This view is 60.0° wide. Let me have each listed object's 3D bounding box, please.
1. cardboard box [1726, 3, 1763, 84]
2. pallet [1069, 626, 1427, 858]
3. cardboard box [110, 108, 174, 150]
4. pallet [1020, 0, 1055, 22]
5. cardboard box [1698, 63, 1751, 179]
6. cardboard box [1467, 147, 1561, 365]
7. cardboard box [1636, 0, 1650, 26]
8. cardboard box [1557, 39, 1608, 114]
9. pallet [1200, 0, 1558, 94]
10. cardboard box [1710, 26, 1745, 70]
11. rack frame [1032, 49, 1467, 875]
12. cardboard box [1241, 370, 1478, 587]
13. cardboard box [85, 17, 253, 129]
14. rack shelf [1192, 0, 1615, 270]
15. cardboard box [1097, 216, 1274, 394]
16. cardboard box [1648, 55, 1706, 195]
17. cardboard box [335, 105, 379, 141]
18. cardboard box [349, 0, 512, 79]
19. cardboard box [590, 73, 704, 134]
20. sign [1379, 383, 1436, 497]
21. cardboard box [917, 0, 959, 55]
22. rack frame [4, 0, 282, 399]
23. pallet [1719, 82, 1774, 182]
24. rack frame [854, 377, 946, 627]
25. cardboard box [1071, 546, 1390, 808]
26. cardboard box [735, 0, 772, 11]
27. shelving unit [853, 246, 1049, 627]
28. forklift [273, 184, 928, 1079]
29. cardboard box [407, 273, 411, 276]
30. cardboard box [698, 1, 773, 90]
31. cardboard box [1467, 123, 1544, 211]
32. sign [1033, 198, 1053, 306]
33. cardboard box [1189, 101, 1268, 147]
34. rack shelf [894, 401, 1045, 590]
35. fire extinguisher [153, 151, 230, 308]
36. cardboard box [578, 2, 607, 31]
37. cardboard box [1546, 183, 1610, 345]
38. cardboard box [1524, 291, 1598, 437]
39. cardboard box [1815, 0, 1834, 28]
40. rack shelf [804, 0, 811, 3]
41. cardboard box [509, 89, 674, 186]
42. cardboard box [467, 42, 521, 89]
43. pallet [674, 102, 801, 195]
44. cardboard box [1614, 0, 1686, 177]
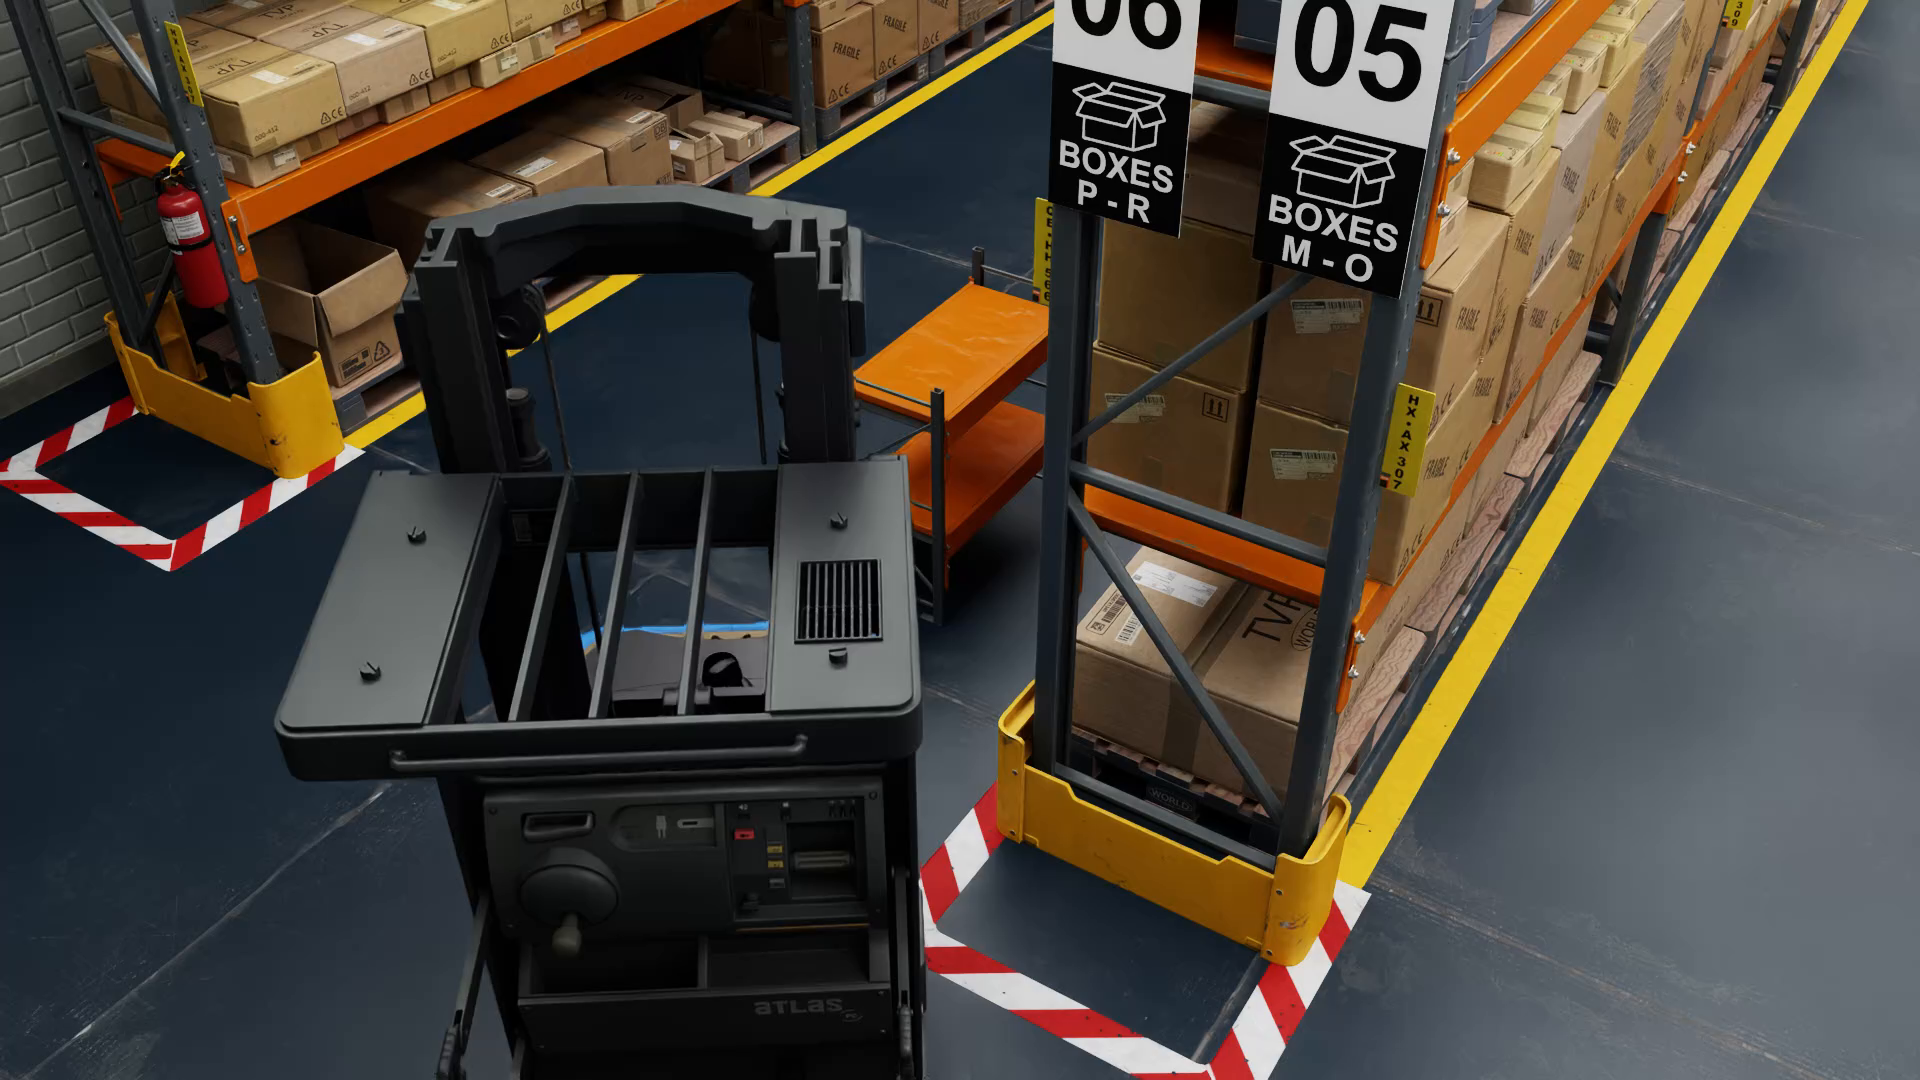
[{"bbox_3d":[3.582,-2.479,8.132,0.500,0.250,0.500,20,42,24],"label":"cardboard box"},{"bbox_3d":[1.067,0.598,6.302,1.003,0.211,1.213,21,42,25],"label":"pallet"},{"bbox_3d":[-3.538,-1.850,7.398,0.380,0.149,0.250,21,42,25],"label":"cardboard box"},{"bbox_3d":[0.365,-4.338,12.704,1.003,0.211,1.213,21,42,25],"label":"pallet"},{"bbox_3d":[4.069,-2.730,9.731,0.875,0.875,0.875,22,43,26],"label":"cardboard box"},{"bbox_3d":[1.473,-0.927,5.095,0.500,0.500,0.500,20,42,24],"label":"cardboard box"},{"bbox_3d":[2.213,-1.922,5.854,0.380,0.149,0.250,20,42,24],"label":"cardboard box"},{"bbox_3d":[1.836,-1.518,5.330,0.380,0.149,0.250,22,43,26],"label":"cardboard box"},{"bbox_3d":[1.093,-1.607,4.494,1.003,0.211,1.213,21,42,25],"label":"pallet"},{"bbox_3d":[3.321,-2.404,7.625,0.500,0.250,0.500,20,42,24],"label":"cardboard box"},{"bbox_3d":[0.704,-0.069,4.882,1.000,3.000,0.127,21,42,25],"label":"rack frame"},{"bbox_3d":[1.204,-0.262,5.051,0.500,0.500,0.500,21,42,25],"label":"cardboard box"},{"bbox_3d":[-3.467,-2.073,7.361,0.500,0.250,0.500,22,43,26],"label":"cardboard box"},{"bbox_3d":[1.776,-2.003,5.524,1.077,0.370,4.000,21,42,25],"label":"rack shelf"},{"bbox_3d":[0.761,-0.831,4.970,0.500,0.500,0.500,23,43,27],"label":"cardboard box"},{"bbox_3d":[2.815,-1.848,7.108,0.500,0.500,0.500,22,43,26],"label":"cardboard box"},{"bbox_3d":[-2.873,-1.964,7.546,0.380,0.149,0.250,21,42,25],"label":"cardboard box"},{"bbox_3d":[-2.480,-2.417,7.808,0.500,0.250,0.500,20,42,24],"label":"cardboard box"},{"bbox_3d":[-1.899,-2.591,10.012,0.500,0.311,0.500,23,43,27],"label":"cardboard box"},{"bbox_3d":[1.170,-0.258,4.354,0.100,0.325,0.005,21,42,25],"label":"sign"},{"bbox_3d":[-0.349,-3.638,11.216,0.500,0.500,0.500,20,42,24],"label":"cardboard box"},{"bbox_3d":[-3.489,-1.690,6.986,1.000,3.000,0.127,21,42,25],"label":"rack frame"},{"bbox_3d":[4.504,-2.707,10.588,1.003,0.211,1.213,21,42,25],"label":"pallet"},{"bbox_3d":[-0.276,-0.180,6.562,0.500,1.125,0.032,21,42,25],"label":"rack frame"},{"bbox_3d":[0.973,0.407,6.020,0.875,0.438,0.875,20,42,24],"label":"cardboard box"},{"bbox_3d":[-1.392,-3.470,10.466,0.380,0.149,0.250,19,42,23],"label":"cardboard box"},{"bbox_3d":[-0.004,-0.442,6.902,0.538,1.125,1.048,21,42,25],"label":"shelving unit"},{"bbox_3d":[-0.630,0.841,3.759,1.130,2.935,3.031,-2,38,-2],"label":"forklift"},{"bbox_3d":[-2.821,-1.218,8.365,0.380,0.149,0.250,19,42,23],"label":"cardboard box"},{"bbox_3d":[-1.333,-3.279,10.750,0.500,0.500,0.500,21,42,25],"label":"cardboard box"},{"bbox_3d":[1.445,-1.109,4.799,0.380,0.149,0.250,23,43,26],"label":"cardboard box"},{"bbox_3d":[0.253,-0.806,4.696,0.100,0.325,0.005,21,42,25],"label":"sign"},{"bbox_3d":[0.843,-1.150,4.853,0.380,0.149,0.250,22,43,26],"label":"cardboard box"},{"bbox_3d":[-0.004,-0.248,7.051,0.538,0.278,1.000,21,42,25],"label":"rack shelf"},{"bbox_3d":[-3.178,-1.285,6.829,0.296,0.674,0.183,21,42,25],"label":"fire extinguisher"},{"bbox_3d":[-2.053,-2.759,8.578,0.380,0.149,0.250,22,43,26],"label":"cardboard box"},{"bbox_3d":[1.993,-1.052,6.076,0.500,0.500,0.500,23,43,27],"label":"cardboard box"},{"bbox_3d":[2.420,-0.994,7.837,0.875,0.438,0.875,21,42,24],"label":"cardboard box"},{"bbox_3d":[5.690,-3.990,11.777,0.950,0.372,0.625,20,42,24],"label":"cardboard box"},{"bbox_3d":[-0.274,-4.499,11.218,1.077,0.370,4.000,21,42,25],"label":"rack shelf"},{"bbox_3d":[-2.034,-2.114,9.239,0.700,0.500,0.500,20,42,23],"label":"cardboard box"},{"bbox_3d":[-2.349,-2.318,8.006,0.380,0.149,0.250,20,42,24],"label":"cardboard box"},{"bbox_3d":[-1.715,-2.294,10.053,1.003,0.211,1.213,21,42,25],"label":"pallet"},{"bbox_3d":[2.284,-1.708,6.108,0.500,0.500,0.500,22,43,26],"label":"cardboard box"}]
